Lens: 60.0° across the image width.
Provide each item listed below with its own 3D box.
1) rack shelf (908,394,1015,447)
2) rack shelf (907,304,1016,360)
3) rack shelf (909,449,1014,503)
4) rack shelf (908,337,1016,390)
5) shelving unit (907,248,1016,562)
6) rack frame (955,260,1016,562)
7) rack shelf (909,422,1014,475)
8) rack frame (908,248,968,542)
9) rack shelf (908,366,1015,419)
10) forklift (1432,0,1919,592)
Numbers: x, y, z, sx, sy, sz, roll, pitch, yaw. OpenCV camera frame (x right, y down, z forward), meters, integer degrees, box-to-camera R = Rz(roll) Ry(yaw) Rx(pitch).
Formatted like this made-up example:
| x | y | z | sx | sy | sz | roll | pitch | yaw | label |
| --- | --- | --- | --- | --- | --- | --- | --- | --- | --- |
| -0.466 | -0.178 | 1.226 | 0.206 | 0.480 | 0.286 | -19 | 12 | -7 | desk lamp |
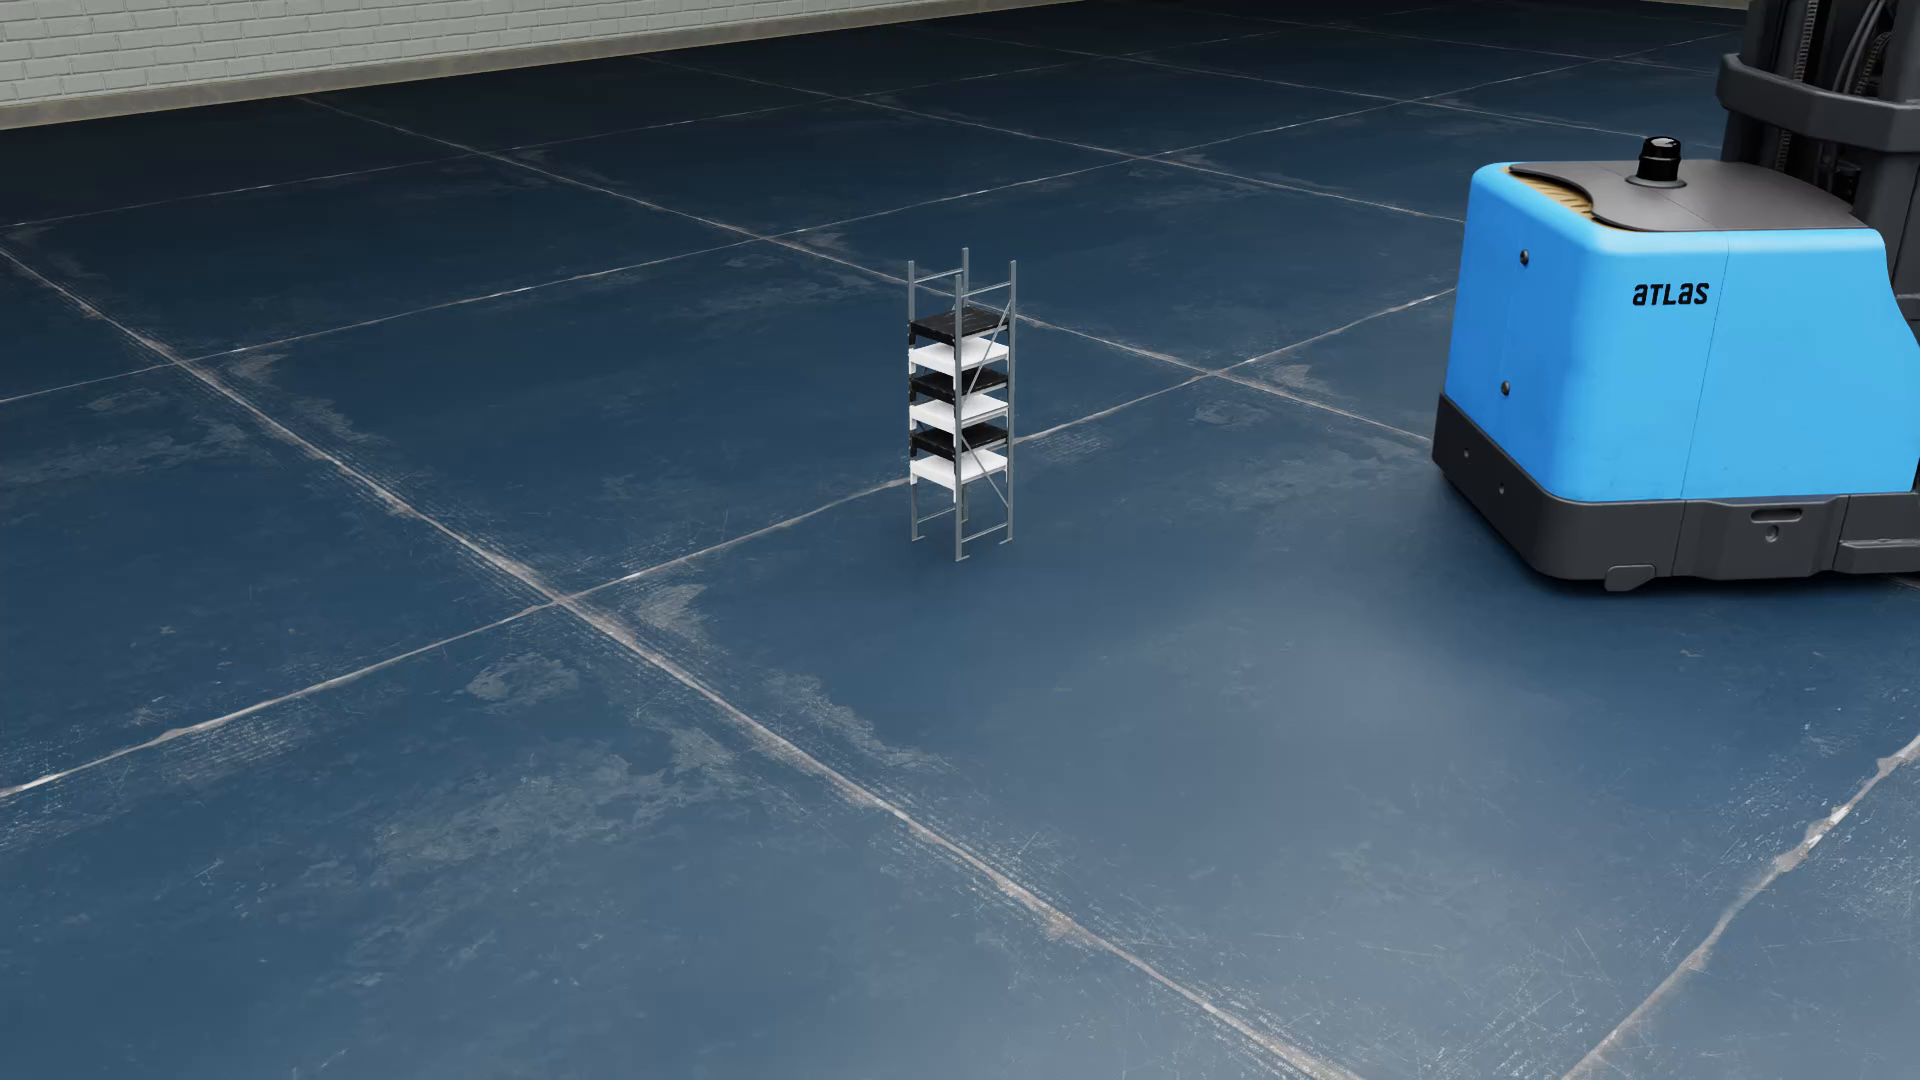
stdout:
| x | y | z | sx | sy | sz | roll | pitch | yaw | label |
| --- | --- | --- | --- | --- | --- | --- | --- | --- | --- |
| 0.006 | -0.377 | 5.072 | 0.258 | 0.077 | 0.200 | -21 | 32 | -38 | rack shelf |
| 0.006 | -0.622 | 4.960 | 0.258 | 0.077 | 0.200 | -21 | 32 | -38 | rack shelf |
| 0.006 | -0.213 | 5.146 | 0.258 | 0.077 | 0.200 | -21 | 32 | -38 | rack shelf |
| 0.006 | -0.540 | 4.997 | 0.258 | 0.077 | 0.200 | -21 | 32 | -38 | rack shelf |
| 0.006 | -0.407 | 5.058 | 0.258 | 0.900 | 0.210 | -21 | 32 | -38 | shelving unit |
| 0.075 | -0.376 | 4.990 | 0.240 | 0.900 | 0.006 | -21 | 32 | -38 | rack frame |
| 0.006 | -0.295 | 5.109 | 0.258 | 0.077 | 0.200 | -21 | 32 | -38 | rack shelf |
| -0.064 | -0.438 | 5.125 | 0.240 | 0.900 | 0.006 | -21 | 32 | -38 | rack frame |
| 0.006 | -0.459 | 5.034 | 0.258 | 0.077 | 0.200 | -21 | 32 | -38 | rack shelf |
| 3.157 | -1.417 | 4.824 | 3.031 | 2.935 | 1.130 | -2 | 25 | -4 | forklift |
